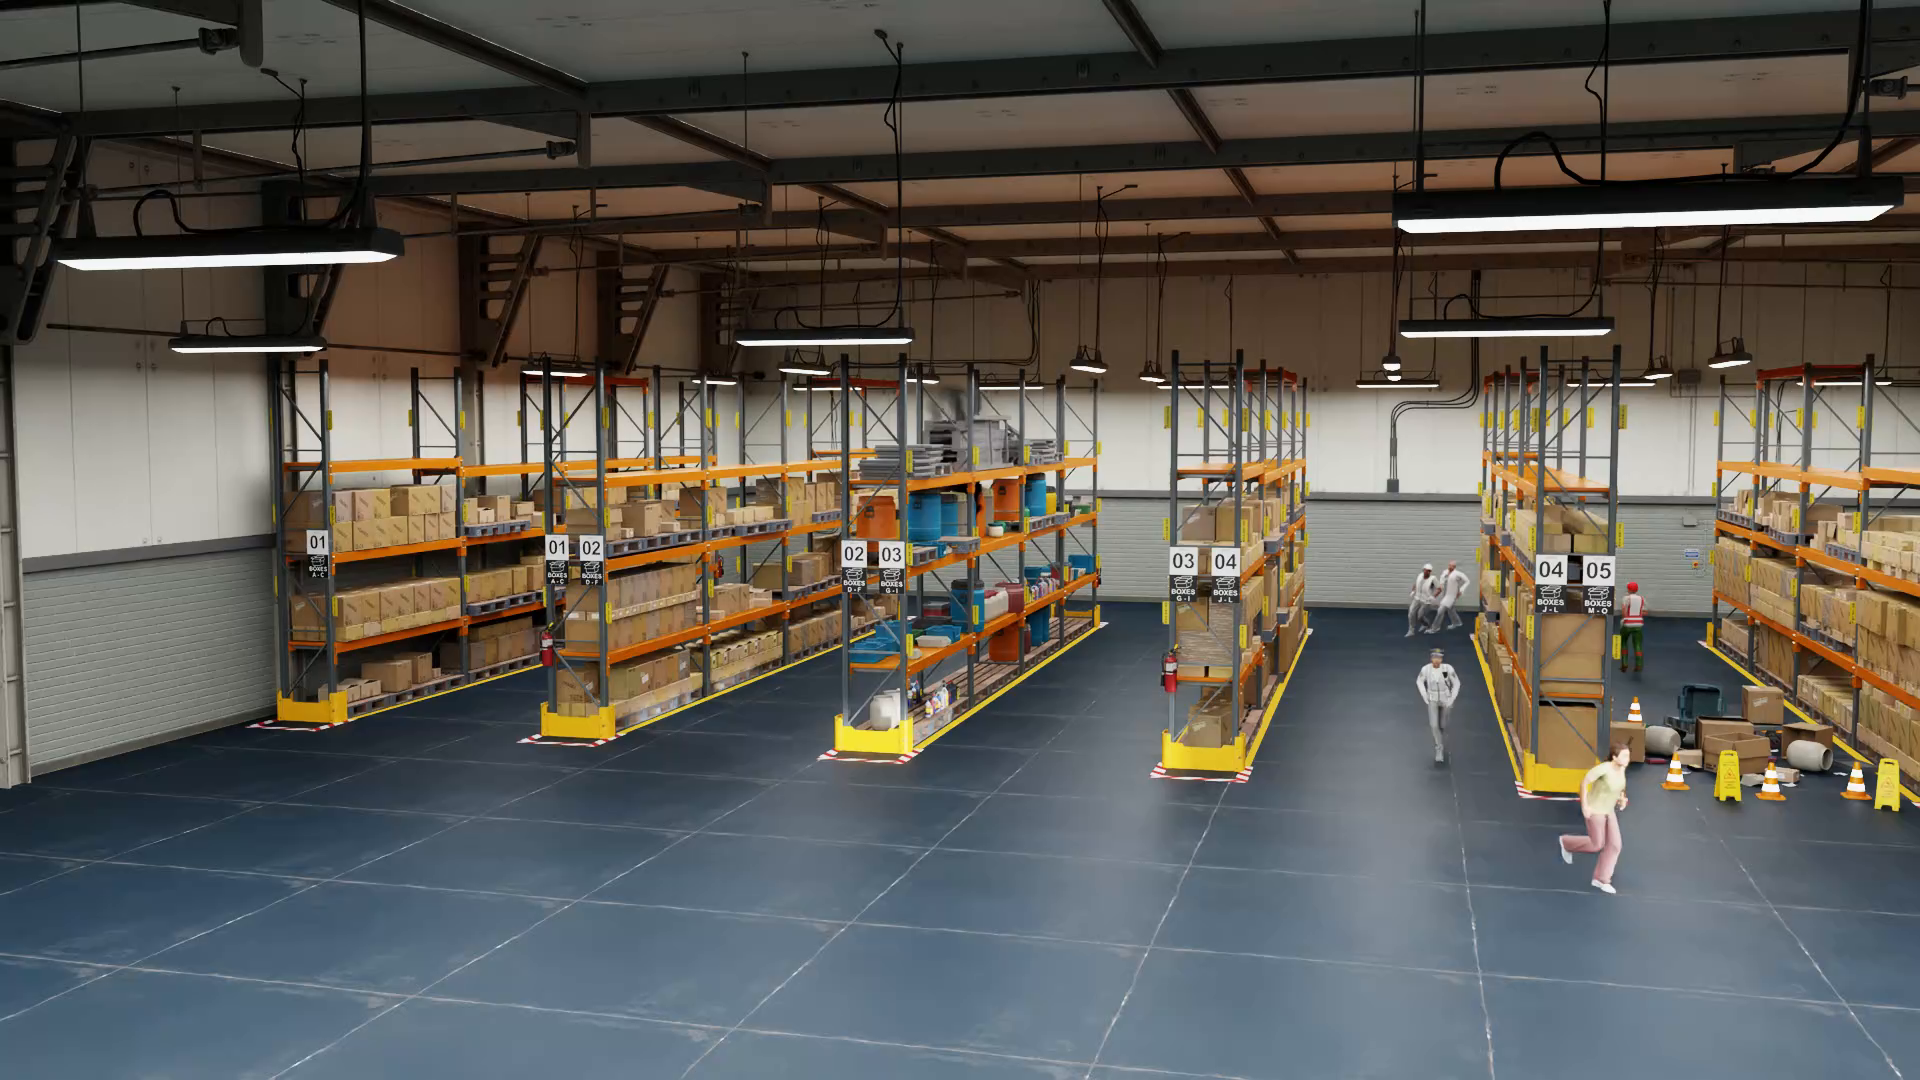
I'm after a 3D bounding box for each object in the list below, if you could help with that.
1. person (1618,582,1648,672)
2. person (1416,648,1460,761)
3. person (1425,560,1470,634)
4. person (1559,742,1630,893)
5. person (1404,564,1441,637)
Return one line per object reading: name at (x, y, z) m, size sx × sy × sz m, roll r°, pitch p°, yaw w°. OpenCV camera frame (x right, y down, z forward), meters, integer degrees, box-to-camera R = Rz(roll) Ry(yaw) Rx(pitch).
person at (13.331, 1.745, 32.947) m, size 0.588 × 1.831 × 0.835 m, roll 0°, pitch 4°, yaw 6°
person at (7.137, 2.420, 24.841) m, size 0.625 × 1.676 × 0.888 m, roll 1°, pitch 4°, yaw 14°
person at (11.493, 1.339, 38.991) m, size 1.030 × 1.755 × 0.811 m, roll -2°, pitch 4°, yaw -20°
person at (6.842, 2.963, 17.927) m, size 0.578 × 1.566 × 0.819 m, roll -3°, pitch 5°, yaw -36°
person at (10.798, 1.411, 38.496) m, size 0.738 × 1.720 × 0.752 m, roll -4°, pitch 6°, yaw -43°
